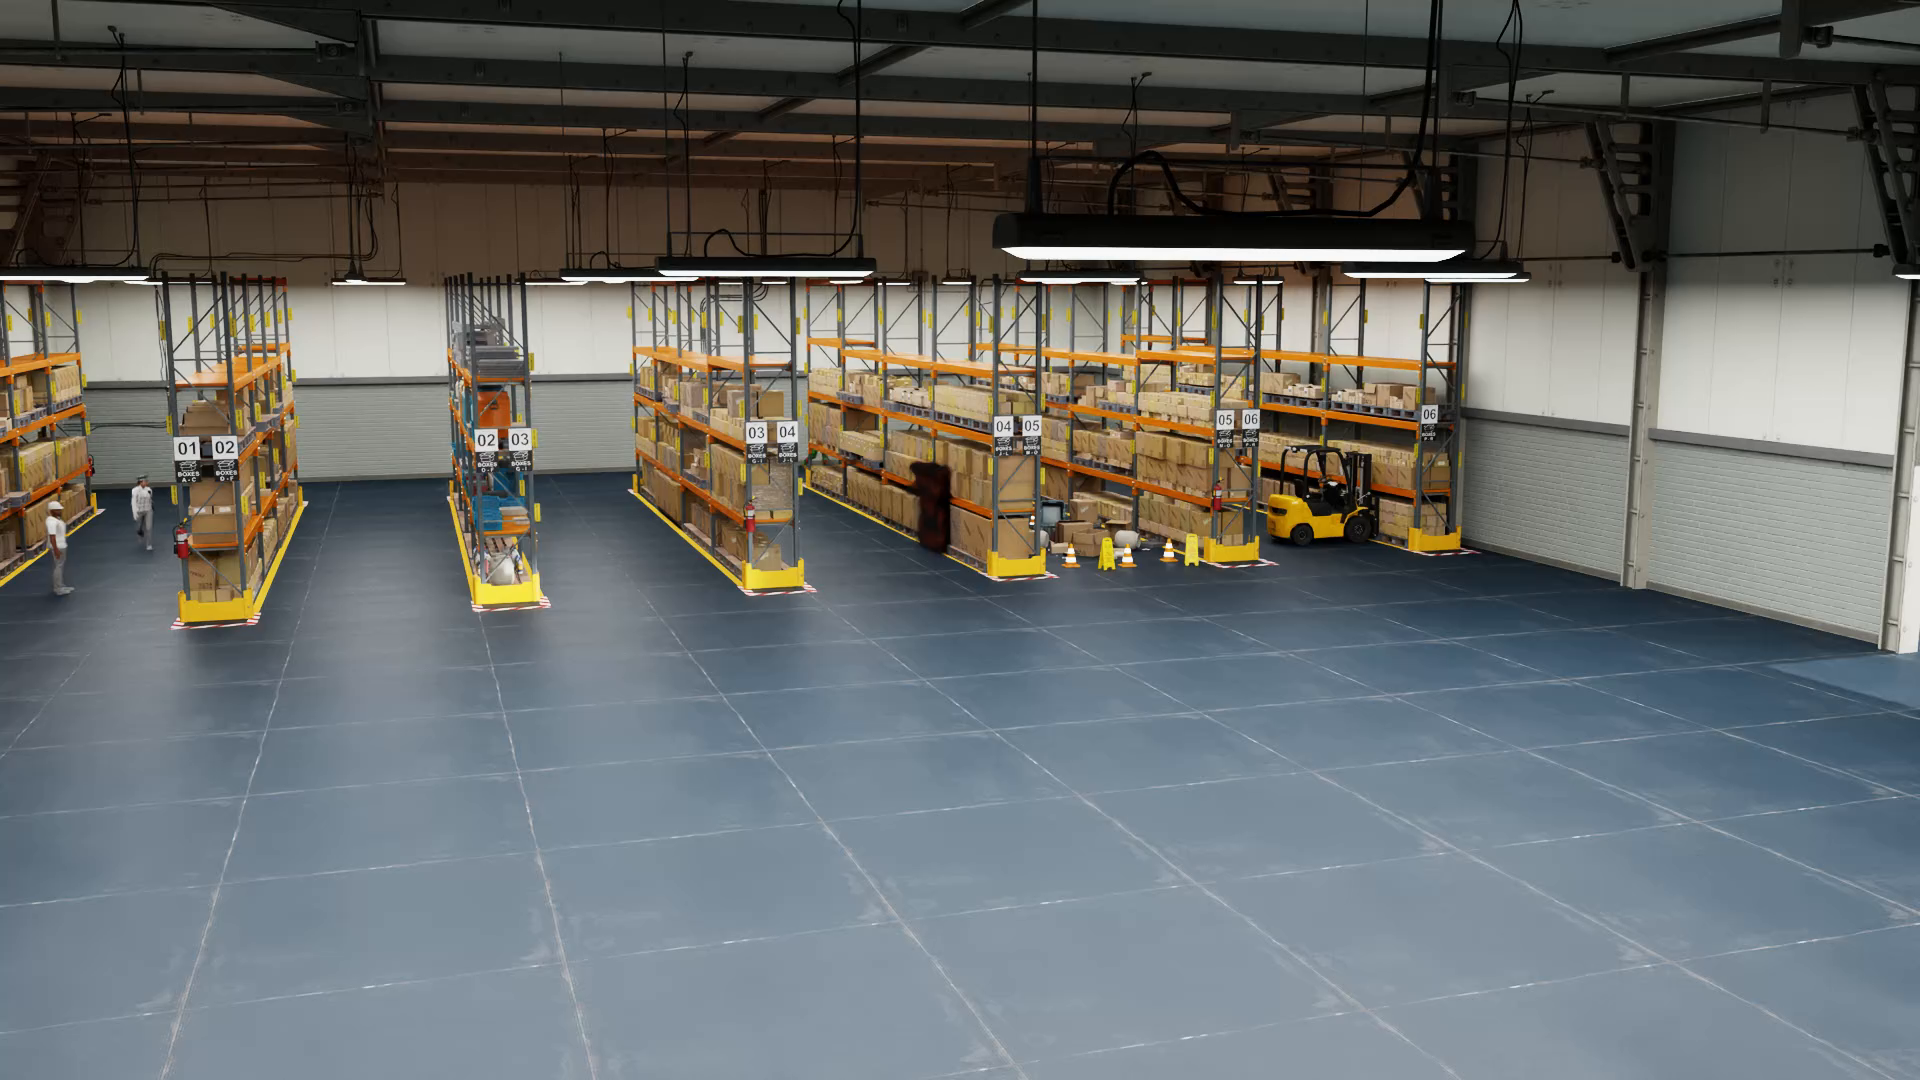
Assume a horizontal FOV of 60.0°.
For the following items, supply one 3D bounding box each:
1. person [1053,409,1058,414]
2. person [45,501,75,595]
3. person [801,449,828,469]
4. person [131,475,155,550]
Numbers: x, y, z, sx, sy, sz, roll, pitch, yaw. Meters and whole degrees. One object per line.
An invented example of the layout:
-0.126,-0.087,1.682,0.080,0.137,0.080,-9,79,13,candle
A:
3.247,-3.484,55.160,0.635,1.764,0.574,-6,11,-36,person
-16.948,0.142,31.317,0.469,1.766,0.585,-6,11,-36,person
-4.480,-3.025,52.243,1.004,1.763,0.623,4,9,24,person
-18.008,-0.624,36.692,0.442,1.640,0.707,-3,9,-20,person
